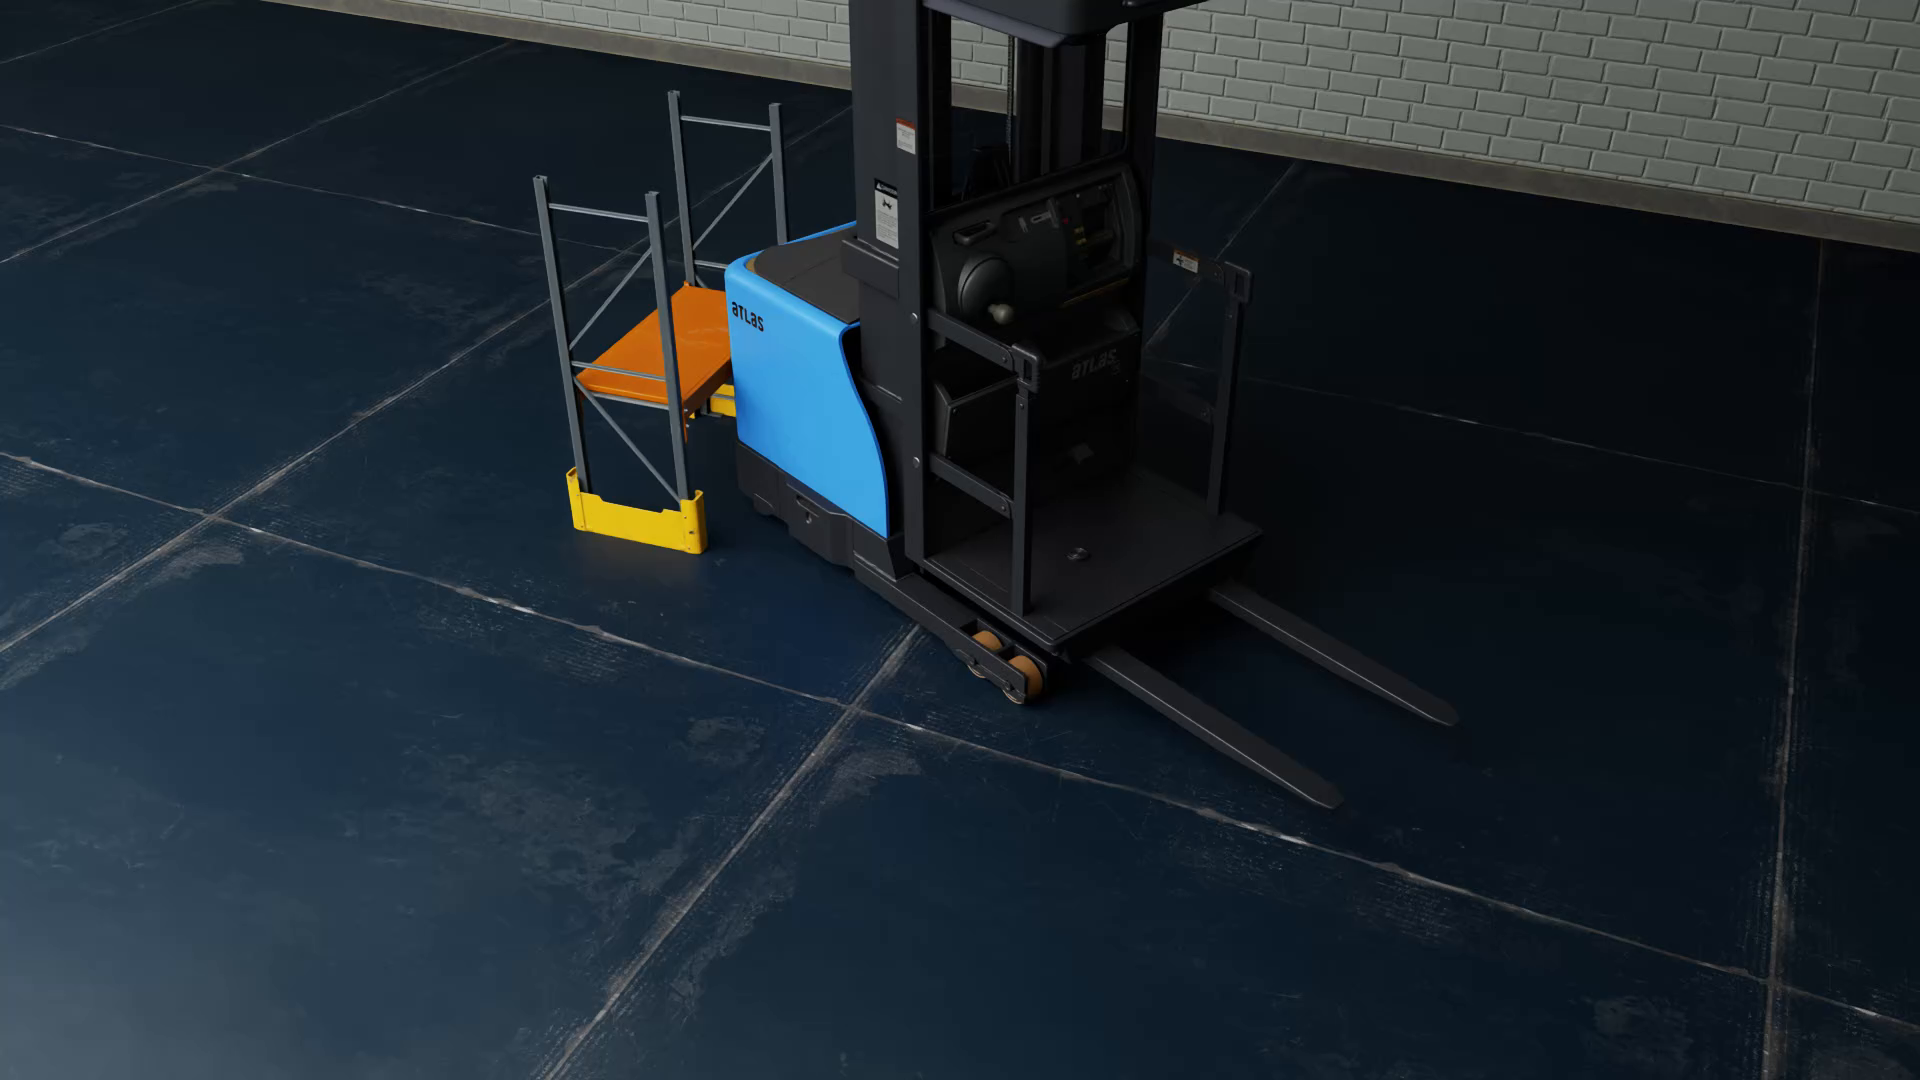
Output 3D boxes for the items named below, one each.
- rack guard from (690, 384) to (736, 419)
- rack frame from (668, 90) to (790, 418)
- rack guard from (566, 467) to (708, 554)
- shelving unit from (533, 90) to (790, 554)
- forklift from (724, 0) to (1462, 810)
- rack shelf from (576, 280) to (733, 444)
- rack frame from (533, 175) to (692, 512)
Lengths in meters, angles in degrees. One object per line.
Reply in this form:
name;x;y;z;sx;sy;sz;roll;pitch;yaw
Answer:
rack guard;-0.962;-0.634;7.488;0.587;0.250;0.087;11;35;17
rack frame;-0.956;-1.167;7.161;0.500;1.500;0.032;11;35;17
rack guard;-1.301;-0.120;6.705;0.587;0.250;0.087;11;35;17
shelving unit;-1.132;-0.900;6.754;0.587;1.500;1.083;11;35;17
forklift;0.410;-0.964;5.547;1.130;2.935;3.031;-25;41;-33
rack shelf;-1.129;-0.754;6.860;0.538;0.185;1.000;11;35;17
rack frame;-1.302;-0.643;6.361;0.500;1.500;0.032;11;35;17
